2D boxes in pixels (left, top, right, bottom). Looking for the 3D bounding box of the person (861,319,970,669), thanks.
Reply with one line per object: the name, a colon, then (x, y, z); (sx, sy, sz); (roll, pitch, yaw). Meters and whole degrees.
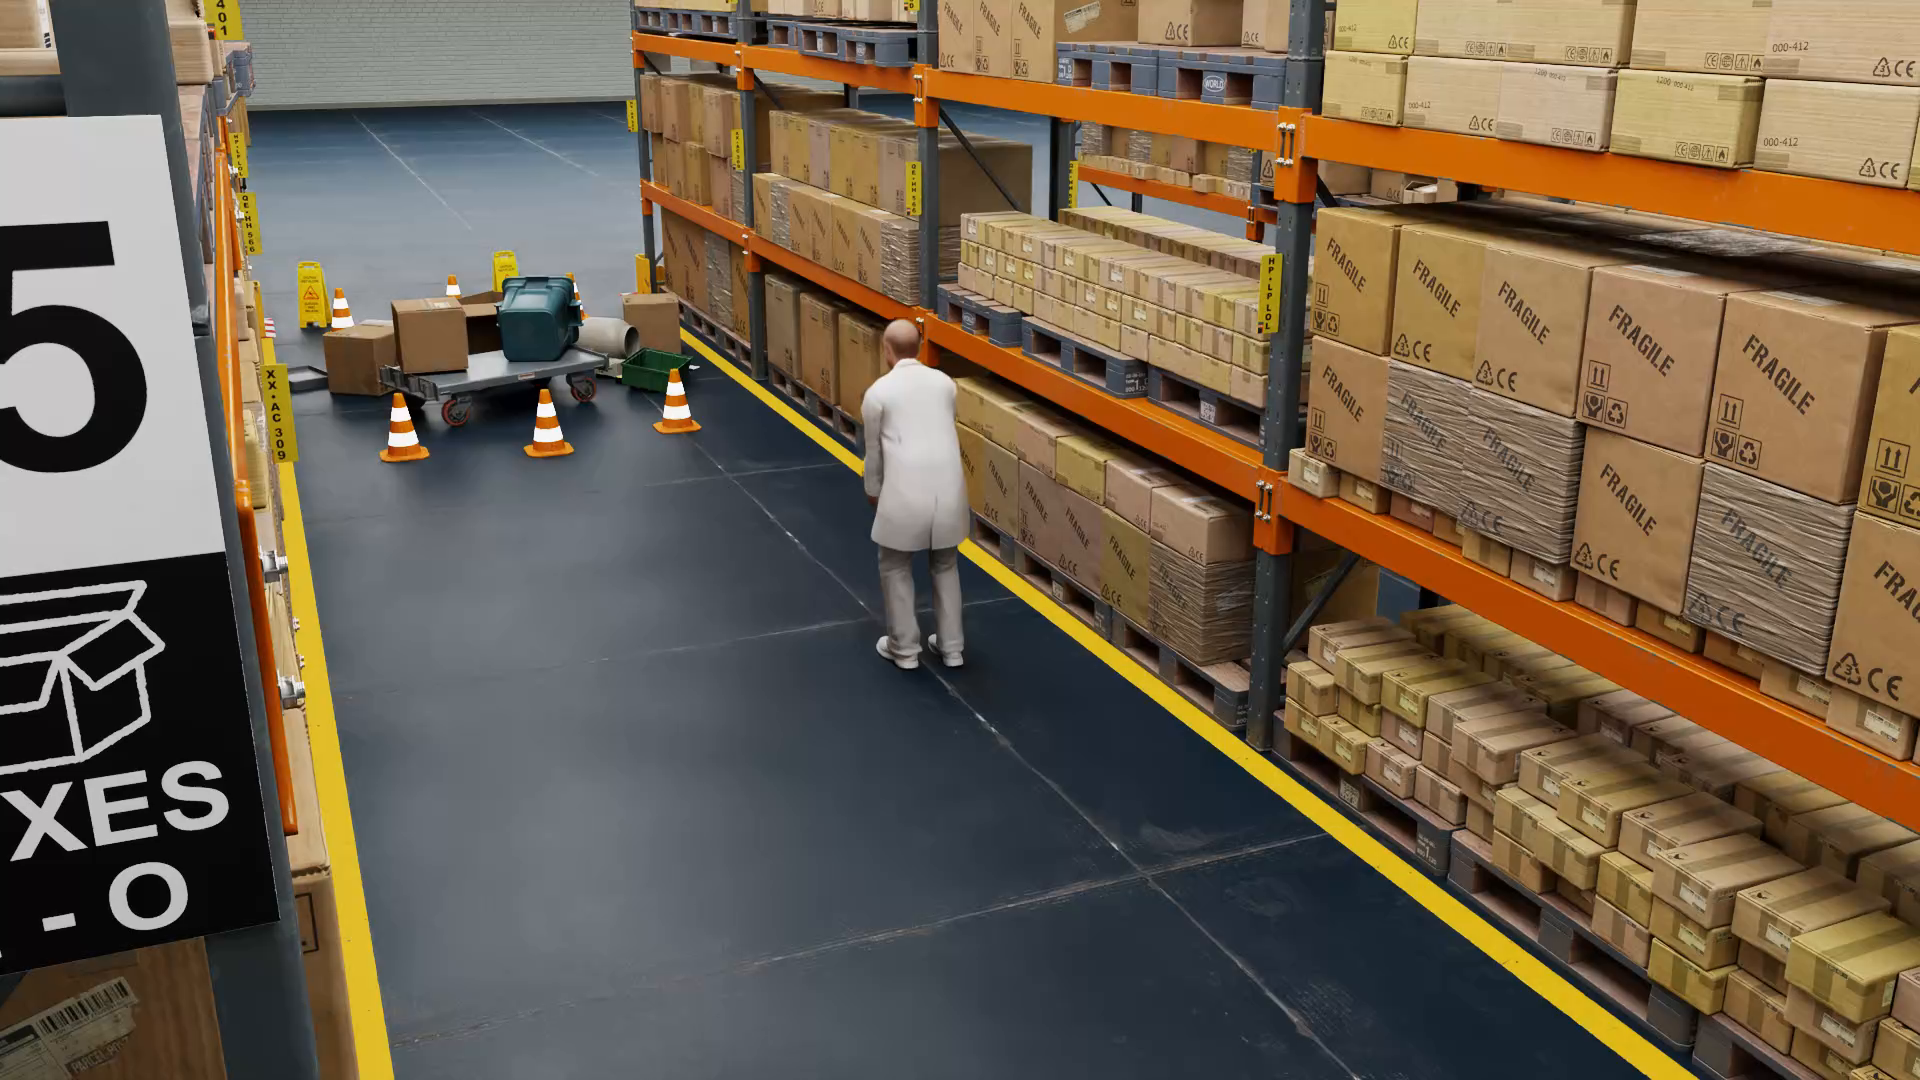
person: (-0.229, -0.233, 8.342); (0.529, 1.744, 0.598); (-8, 20, -22)
